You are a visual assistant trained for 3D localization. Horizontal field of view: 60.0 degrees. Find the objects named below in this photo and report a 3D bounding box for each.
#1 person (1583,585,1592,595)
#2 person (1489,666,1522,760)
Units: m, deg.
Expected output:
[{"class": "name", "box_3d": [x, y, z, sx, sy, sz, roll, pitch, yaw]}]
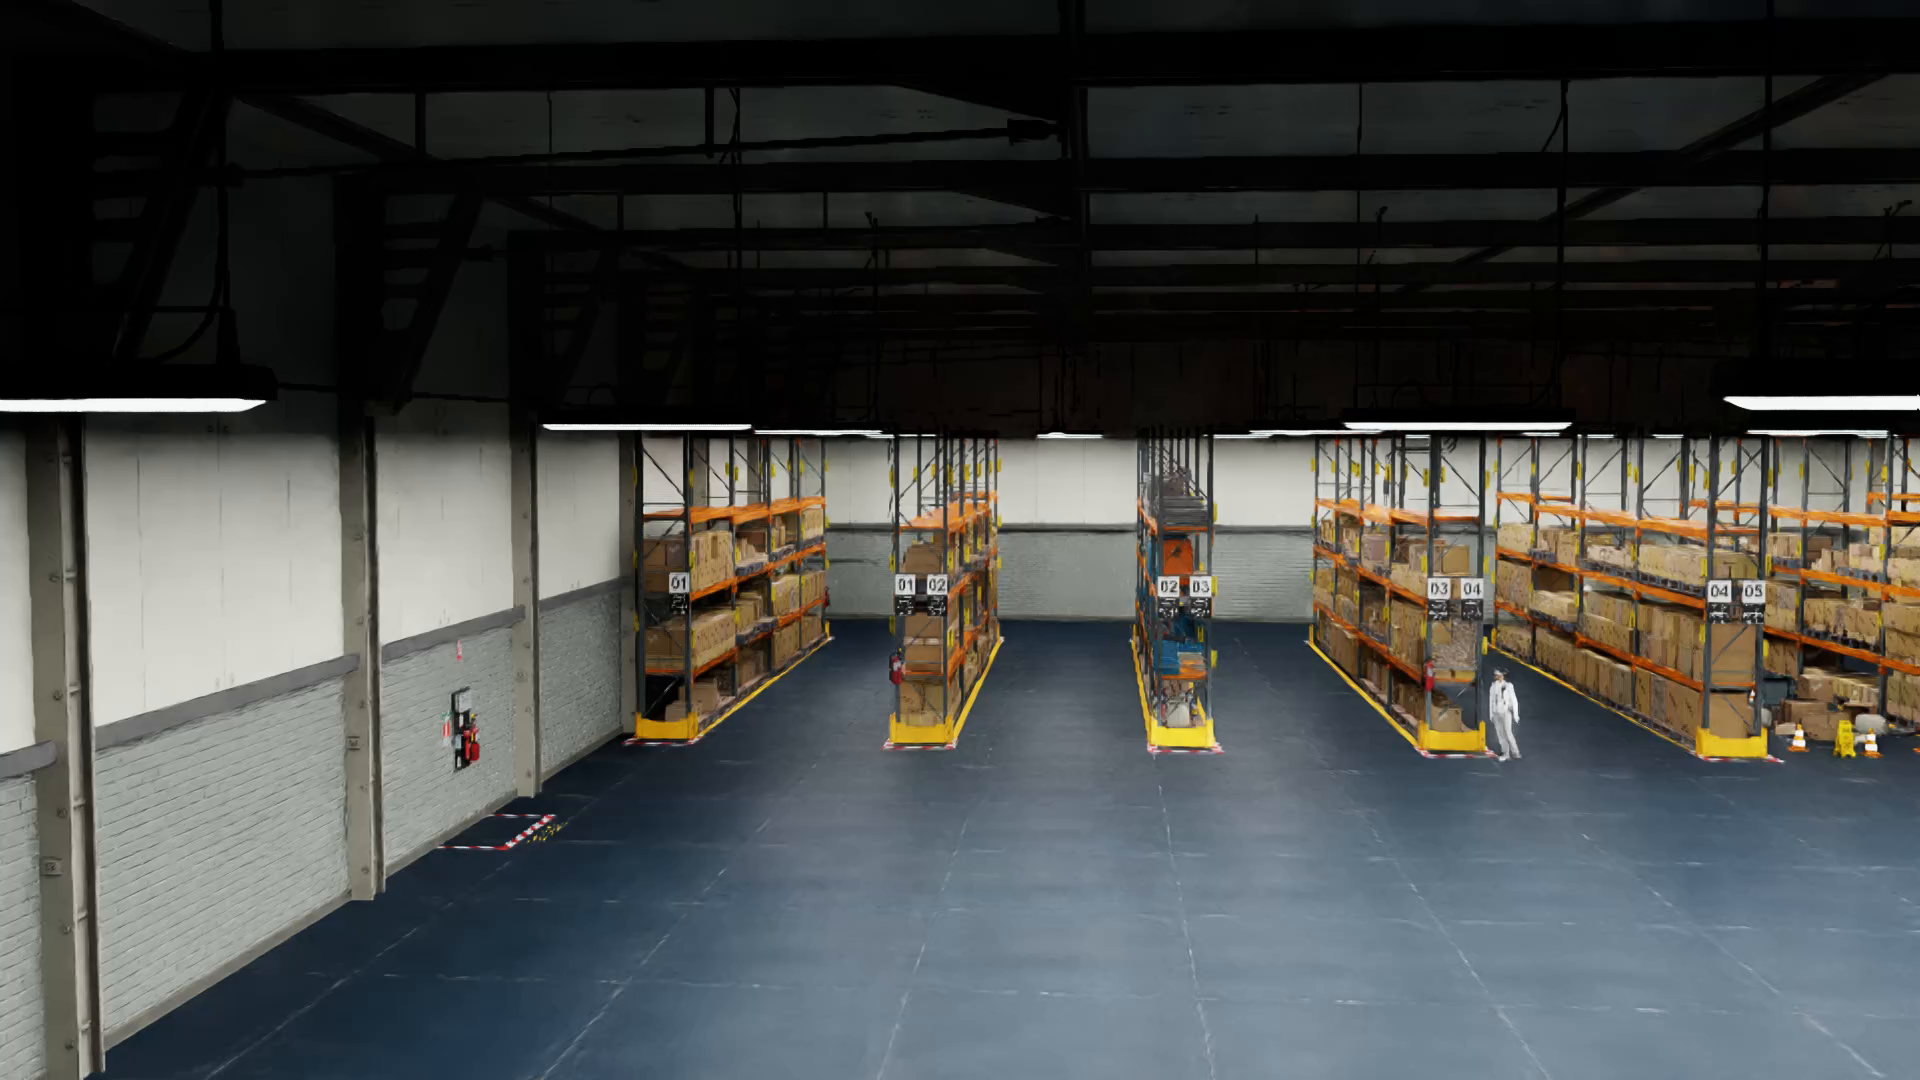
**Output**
[{"class": "person", "box_3d": [17.039, 2.104, 45.267, 0.581, 1.768, 0.640, 2, 4, 30]}, {"class": "person", "box_3d": [9.766, 3.099, 29.768, 0.443, 1.666, 0.599, -3, 4, -39]}]
